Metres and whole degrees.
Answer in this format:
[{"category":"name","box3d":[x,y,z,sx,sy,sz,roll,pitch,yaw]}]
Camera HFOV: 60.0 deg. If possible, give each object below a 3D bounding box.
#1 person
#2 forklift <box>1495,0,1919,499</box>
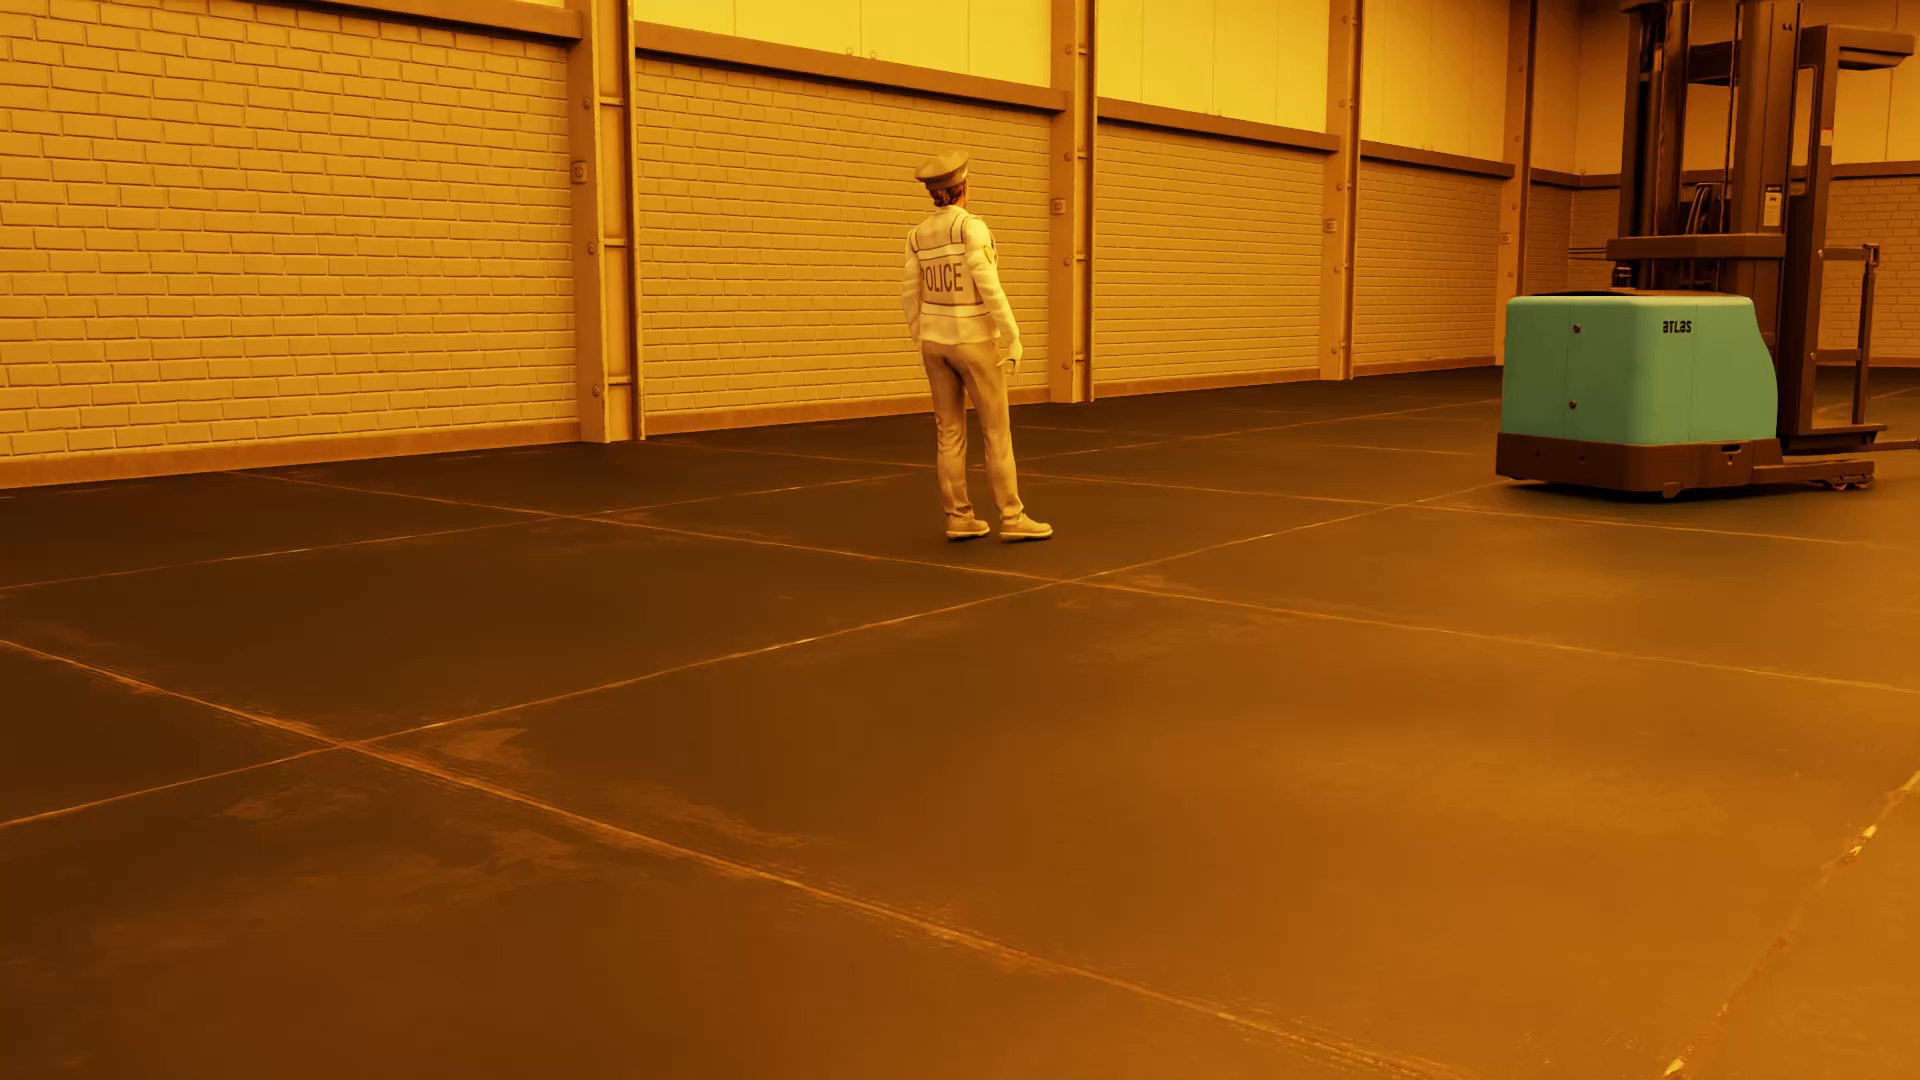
[{"category":"person","box3d":[0.049,-0.853,7.330,0.586,1.694,0.530,7,11,38]},{"category":"forklift","box3d":[4.592,-1.790,9.515,3.031,2.935,1.130,-4,9,-27]}]
